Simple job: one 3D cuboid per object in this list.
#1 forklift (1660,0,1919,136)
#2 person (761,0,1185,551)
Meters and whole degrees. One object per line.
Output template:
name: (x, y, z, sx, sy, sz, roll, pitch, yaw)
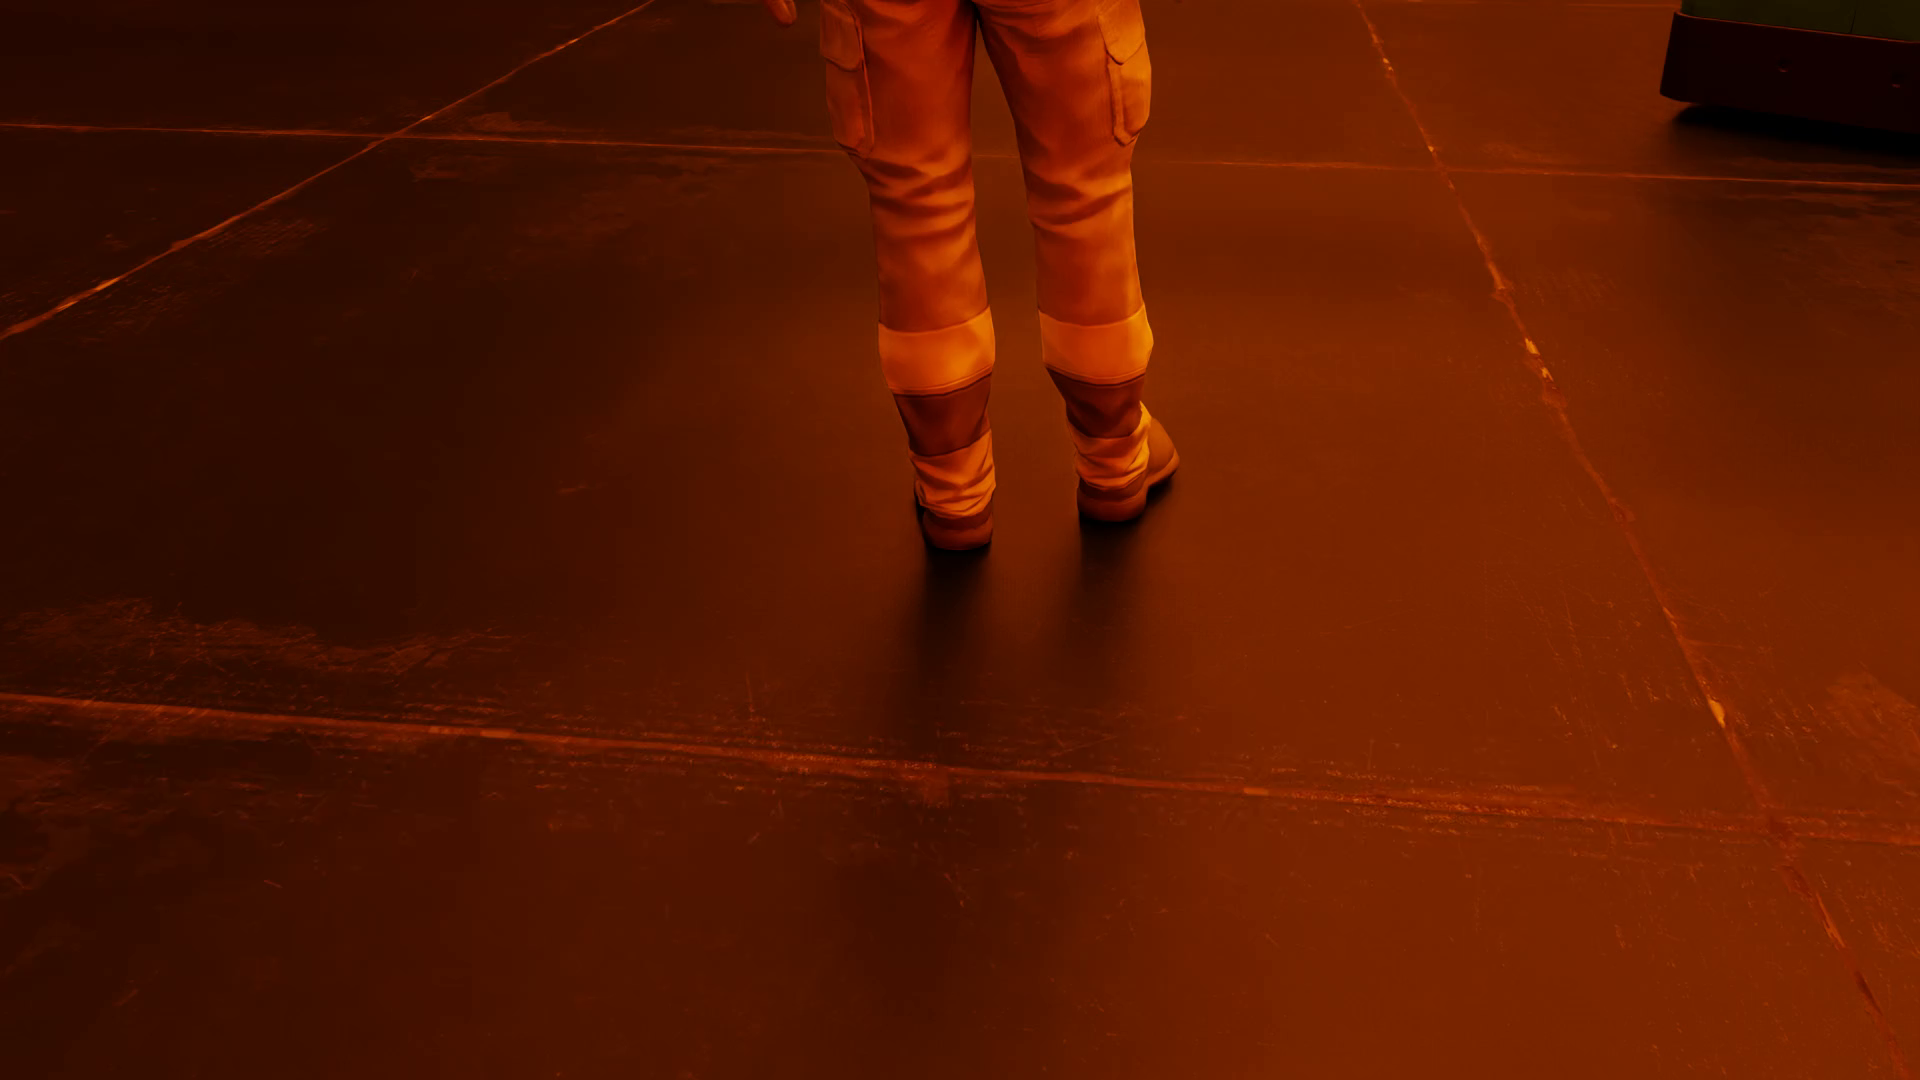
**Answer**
forklift: (3.511, -2.917, 5.064, 1.130, 2.935, 3.031, 23, 35, 38)
person: (0.023, -0.842, 2.168, 0.637, 1.790, 0.562, 3, 27, 7)
